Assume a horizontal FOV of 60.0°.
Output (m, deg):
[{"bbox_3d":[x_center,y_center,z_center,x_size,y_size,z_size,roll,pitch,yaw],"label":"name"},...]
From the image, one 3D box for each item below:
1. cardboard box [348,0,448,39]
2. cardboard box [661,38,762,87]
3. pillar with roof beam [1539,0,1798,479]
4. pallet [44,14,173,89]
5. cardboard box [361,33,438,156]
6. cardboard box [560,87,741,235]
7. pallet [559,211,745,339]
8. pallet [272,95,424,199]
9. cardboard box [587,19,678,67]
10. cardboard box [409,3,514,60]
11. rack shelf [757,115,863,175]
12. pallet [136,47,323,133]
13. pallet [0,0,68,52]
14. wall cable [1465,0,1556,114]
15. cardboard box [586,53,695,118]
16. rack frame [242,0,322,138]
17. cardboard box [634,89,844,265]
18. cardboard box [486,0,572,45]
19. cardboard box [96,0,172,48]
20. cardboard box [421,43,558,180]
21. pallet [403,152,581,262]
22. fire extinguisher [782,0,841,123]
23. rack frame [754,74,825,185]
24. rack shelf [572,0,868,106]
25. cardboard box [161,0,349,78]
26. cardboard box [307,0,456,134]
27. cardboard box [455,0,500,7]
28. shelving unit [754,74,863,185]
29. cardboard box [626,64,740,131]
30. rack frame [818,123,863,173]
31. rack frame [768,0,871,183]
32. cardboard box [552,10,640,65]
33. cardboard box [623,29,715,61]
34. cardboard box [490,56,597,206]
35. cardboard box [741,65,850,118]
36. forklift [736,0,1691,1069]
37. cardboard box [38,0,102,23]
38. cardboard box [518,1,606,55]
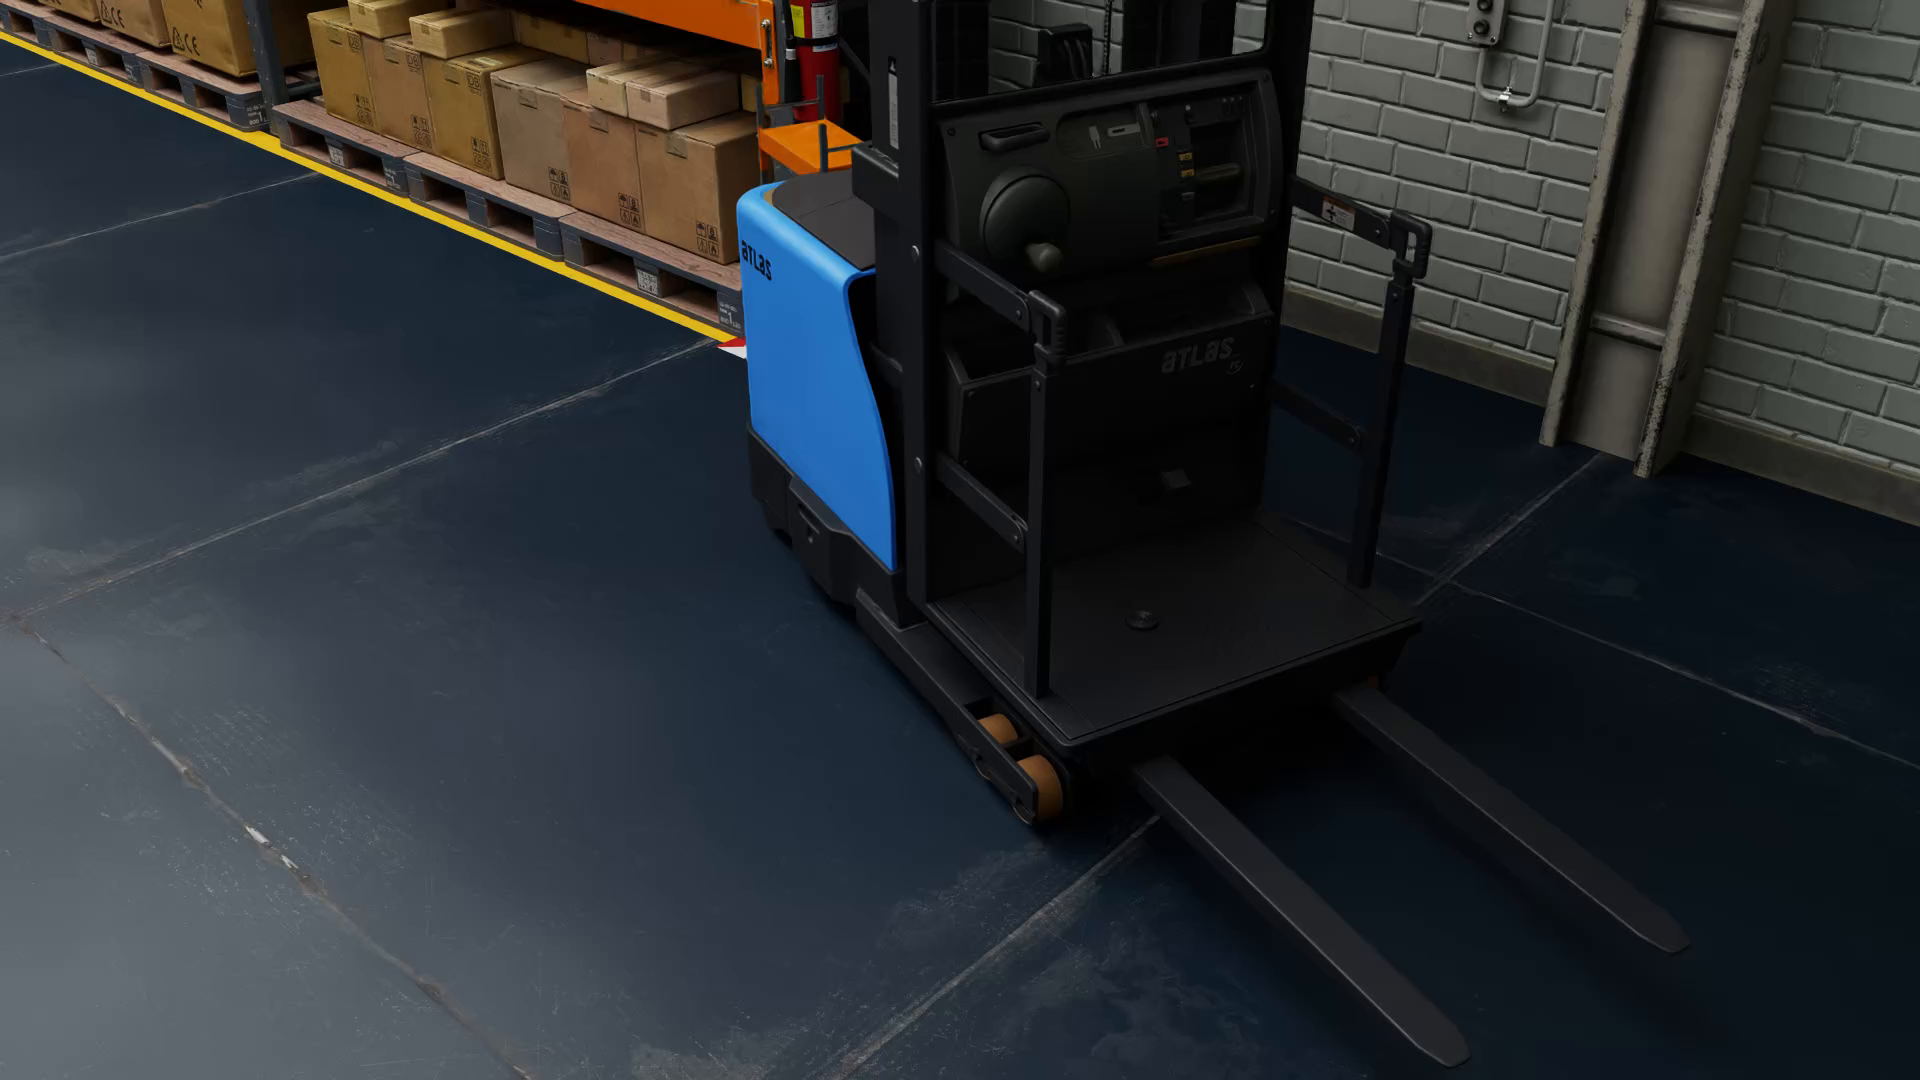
[{"bbox_3d":[-2.659,-2.505,7.891,0.250,0.149,0.380,27,40,37],"label":"cardboard box"},{"bbox_3d":[-1.046,-2.020,7.084,0.250,0.149,0.380,25,39,35],"label":"cardboard box"},{"bbox_3d":[-0.617,-2.541,0.746,0.400,9.000,9.100,25,39,35],"label":"pillar with roof beam"},{"bbox_3d":[-4.808,-3.071,10.146,1.213,0.211,1.003,25,39,35],"label":"pallet"},{"bbox_3d":[-2.420,-2.241,8.080,0.500,0.500,0.700,25,39,35],"label":"cardboard box"},{"bbox_3d":[-1.268,-1.707,7.193,0.500,0.500,0.700,25,39,35],"label":"cardboard box"},{"bbox_3d":[-0.956,-1.273,7.159,1.213,0.211,1.003,25,39,35],"label":"pallet"},{"bbox_3d":[-2.765,-2.117,8.562,1.213,0.211,1.003,25,39,35],"label":"pallet"},{"bbox_3d":[-1.420,-2.194,7.374,0.250,0.149,0.380,26,39,36],"label":"cardboard box"},{"bbox_3d":[-2.272,-2.325,7.591,0.250,0.149,0.380,24,38,34],"label":"cardboard box"},{"bbox_3d":[-0.437,-1.210,5.334,0.258,0.148,0.480,-16,35,-25],"label":"rack shelf"},{"bbox_3d":[-3.899,-2.648,9.445,1.213,0.211,1.003,25,39,35],"label":"pallet"},{"bbox_3d":[-5.708,-3.493,10.847,1.213,0.211,1.003,25,39,35],"label":"pallet"},{"bbox_3d":[1.274,-2.574,5.633,1.851,1.984,0.084,25,39,35],"label":"wall cable"},{"bbox_3d":[-1.304,-1.874,6.843,0.250,0.149,0.380,26,40,36],"label":"cardboard box"},{"bbox_3d":[-3.276,-3.605,8.330,0.127,3.000,1.000,25,39,35],"label":"rack frame"},{"bbox_3d":[-0.896,-1.534,6.905,0.500,0.500,0.700,25,39,35],"label":"cardboard box"},{"bbox_3d":[-1.990,-2.460,7.815,0.250,0.149,0.380,25,39,36],"label":"cardboard box"},{"bbox_3d":[-4.506,-3.346,9.576,0.750,0.750,0.750,26,40,36],"label":"cardboard box"},{"bbox_3d":[-2.041,-2.062,7.784,0.500,0.500,0.700,26,40,36],"label":"cardboard box"},{"bbox_3d":[-1.856,-1.695,7.861,1.213,0.211,1.003,25,39,35],"label":"pallet"},{"bbox_3d":[-0.508,-1.799,5.766,0.183,0.674,0.296,25,39,35],"label":"fire extinguisher"},{"bbox_3d":[-0.555,-0.983,5.720,0.240,1.200,0.015,-16,35,-25],"label":"rack frame"},{"bbox_3d":[-1.793,-2.604,7.365,4.000,0.370,1.077,25,39,35],"label":"rack shelf"},{"bbox_3d":[-3.845,-3.039,9.067,0.750,0.750,0.750,26,39,36],"label":"cardboard box"},{"bbox_3d":[-2.790,-2.416,8.371,0.500,0.500,0.700,26,39,36],"label":"cardboard box"},{"bbox_3d":[-2.177,-2.547,7.961,0.250,0.149,0.380,24,38,34],"label":"cardboard box"},{"bbox_3d":[-0.437,-0.873,5.537,0.258,1.200,0.503,-16,35,-25],"label":"shelving unit"},{"bbox_3d":[-1.114,-1.786,6.696,0.250,0.149,0.380,25,39,35],"label":"cardboard box"},{"bbox_3d":[-0.318,-0.763,5.354,0.240,1.200,0.015,-16,35,-25],"label":"rack frame"},{"bbox_3d":[-0.310,-2.220,6.030,0.127,3.000,1.000,25,39,35],"label":"rack frame"},{"bbox_3d":[-1.611,-2.283,7.521,0.250,0.149,0.380,25,39,36],"label":"cardboard box"},{"bbox_3d":[-1.231,-2.106,7.228,0.250,0.149,0.380,25,39,35],"label":"cardboard box"},{"bbox_3d":[-1.641,-1.880,7.482,0.500,0.500,0.700,24,38,34],"label":"cardboard box"},{"bbox_3d":[-0.670,-1.845,6.793,0.250,0.149,0.380,25,39,35],"label":"cardboard box"},{"bbox_3d":[0.483,-0.828,3.784,1.130,2.935,3.031,-16,35,-25],"label":"forklift"},{"bbox_3d":[-5.139,-3.638,10.062,0.750,0.750,0.750,25,39,35],"label":"cardboard box"},{"bbox_3d":[-1.798,-2.371,7.667,0.250,0.149,0.380,24,39,34],"label":"cardboard box"}]
